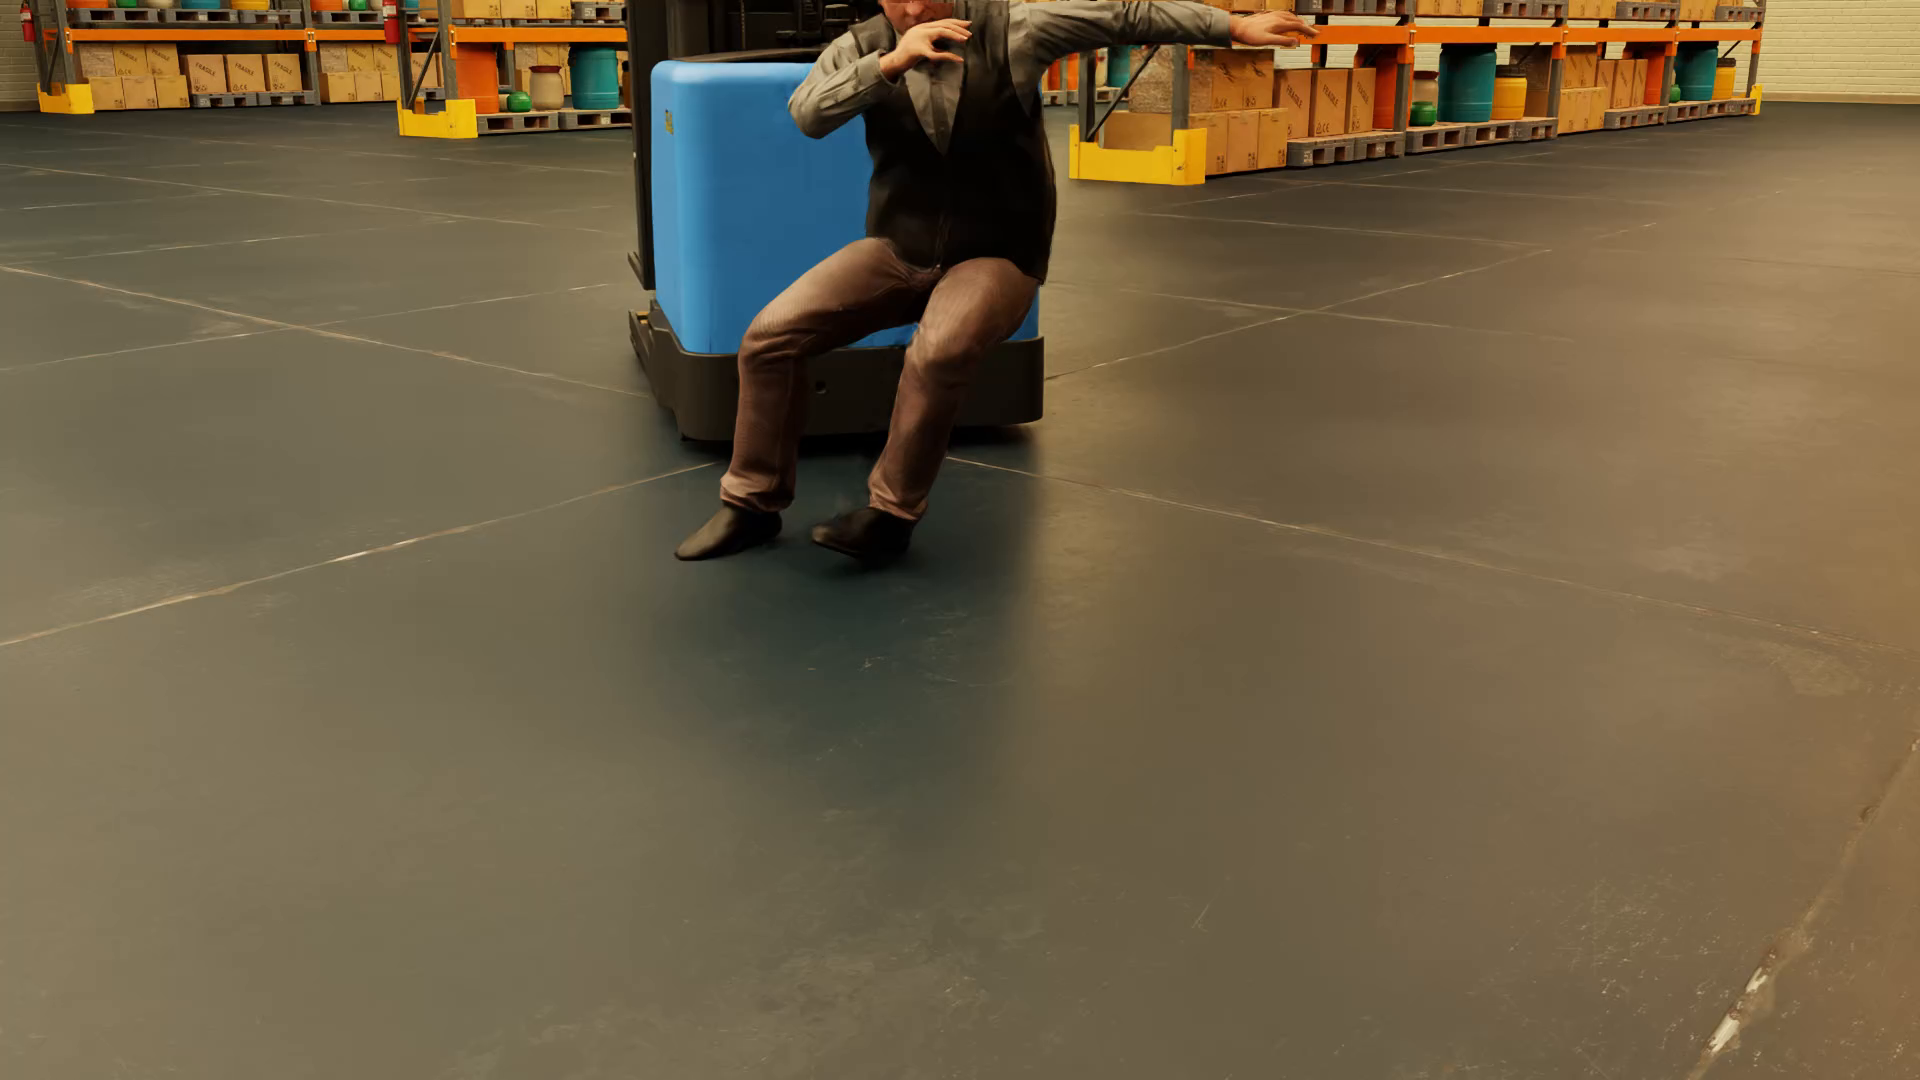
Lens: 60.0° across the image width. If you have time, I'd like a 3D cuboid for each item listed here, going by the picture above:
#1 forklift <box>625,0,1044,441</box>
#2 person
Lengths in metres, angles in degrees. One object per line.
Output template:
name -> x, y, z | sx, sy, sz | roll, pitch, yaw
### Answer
forklift -> -0.620, -2.064, 5.694 | 1.130, 2.935, 3.031 | -4, 17, -14
person -> 0.068, -0.643, 3.719 | 1.376, 1.401, 0.733 | 4, 17, 12
